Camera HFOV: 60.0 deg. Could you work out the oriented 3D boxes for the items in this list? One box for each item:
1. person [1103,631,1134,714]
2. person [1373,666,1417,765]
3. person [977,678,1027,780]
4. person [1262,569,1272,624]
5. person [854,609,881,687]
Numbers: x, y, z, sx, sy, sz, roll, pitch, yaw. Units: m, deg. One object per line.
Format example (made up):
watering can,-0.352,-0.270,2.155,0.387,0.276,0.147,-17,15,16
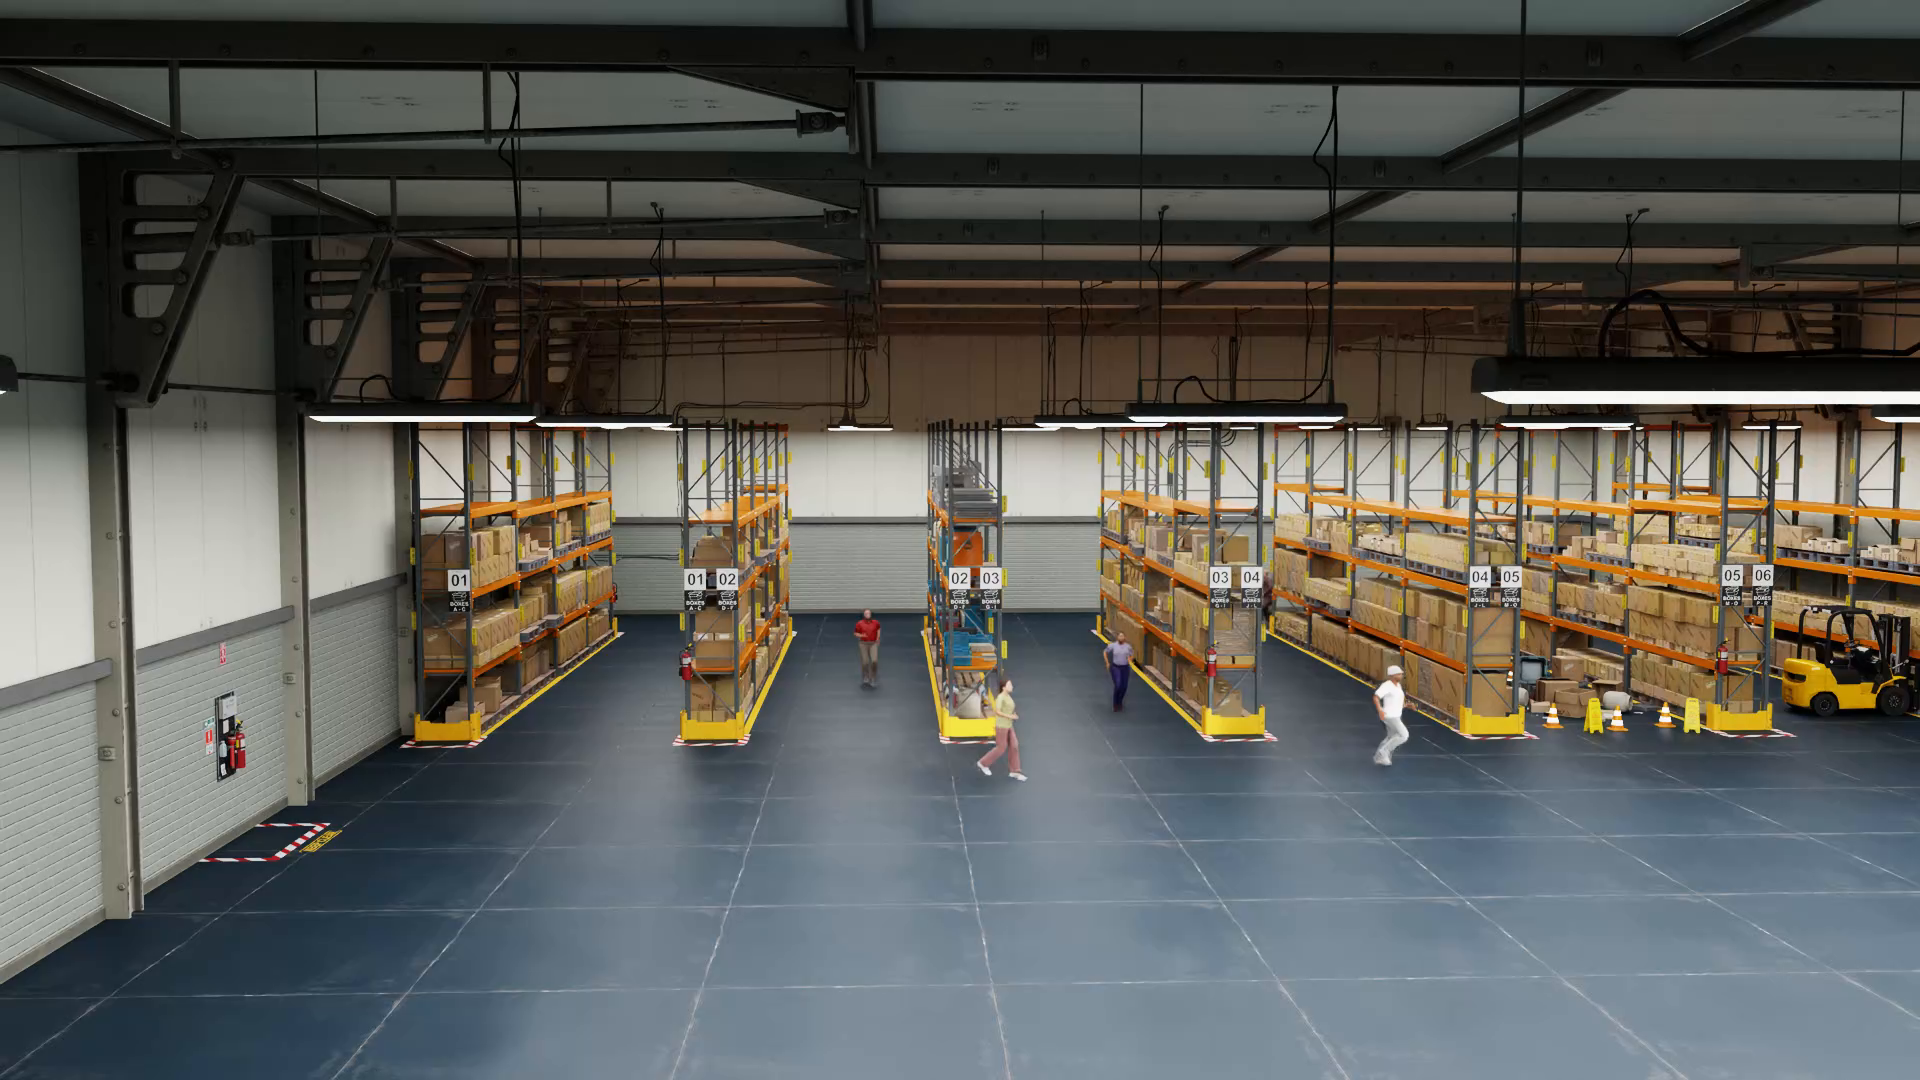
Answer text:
person,3.295,2.727,34.218,0.576,1.685,0.720,-1,4,-16
person,7.454,3.016,28.539,0.720,1.714,0.679,2,4,31
person,0.704,3.122,27.554,0.848,1.687,0.598,1,4,21
person,8.927,1.722,49.070,0.797,1.734,1.009,0,4,0
person,-2.085,2.463,37.782,0.638,1.786,0.767,-1,4,-9
